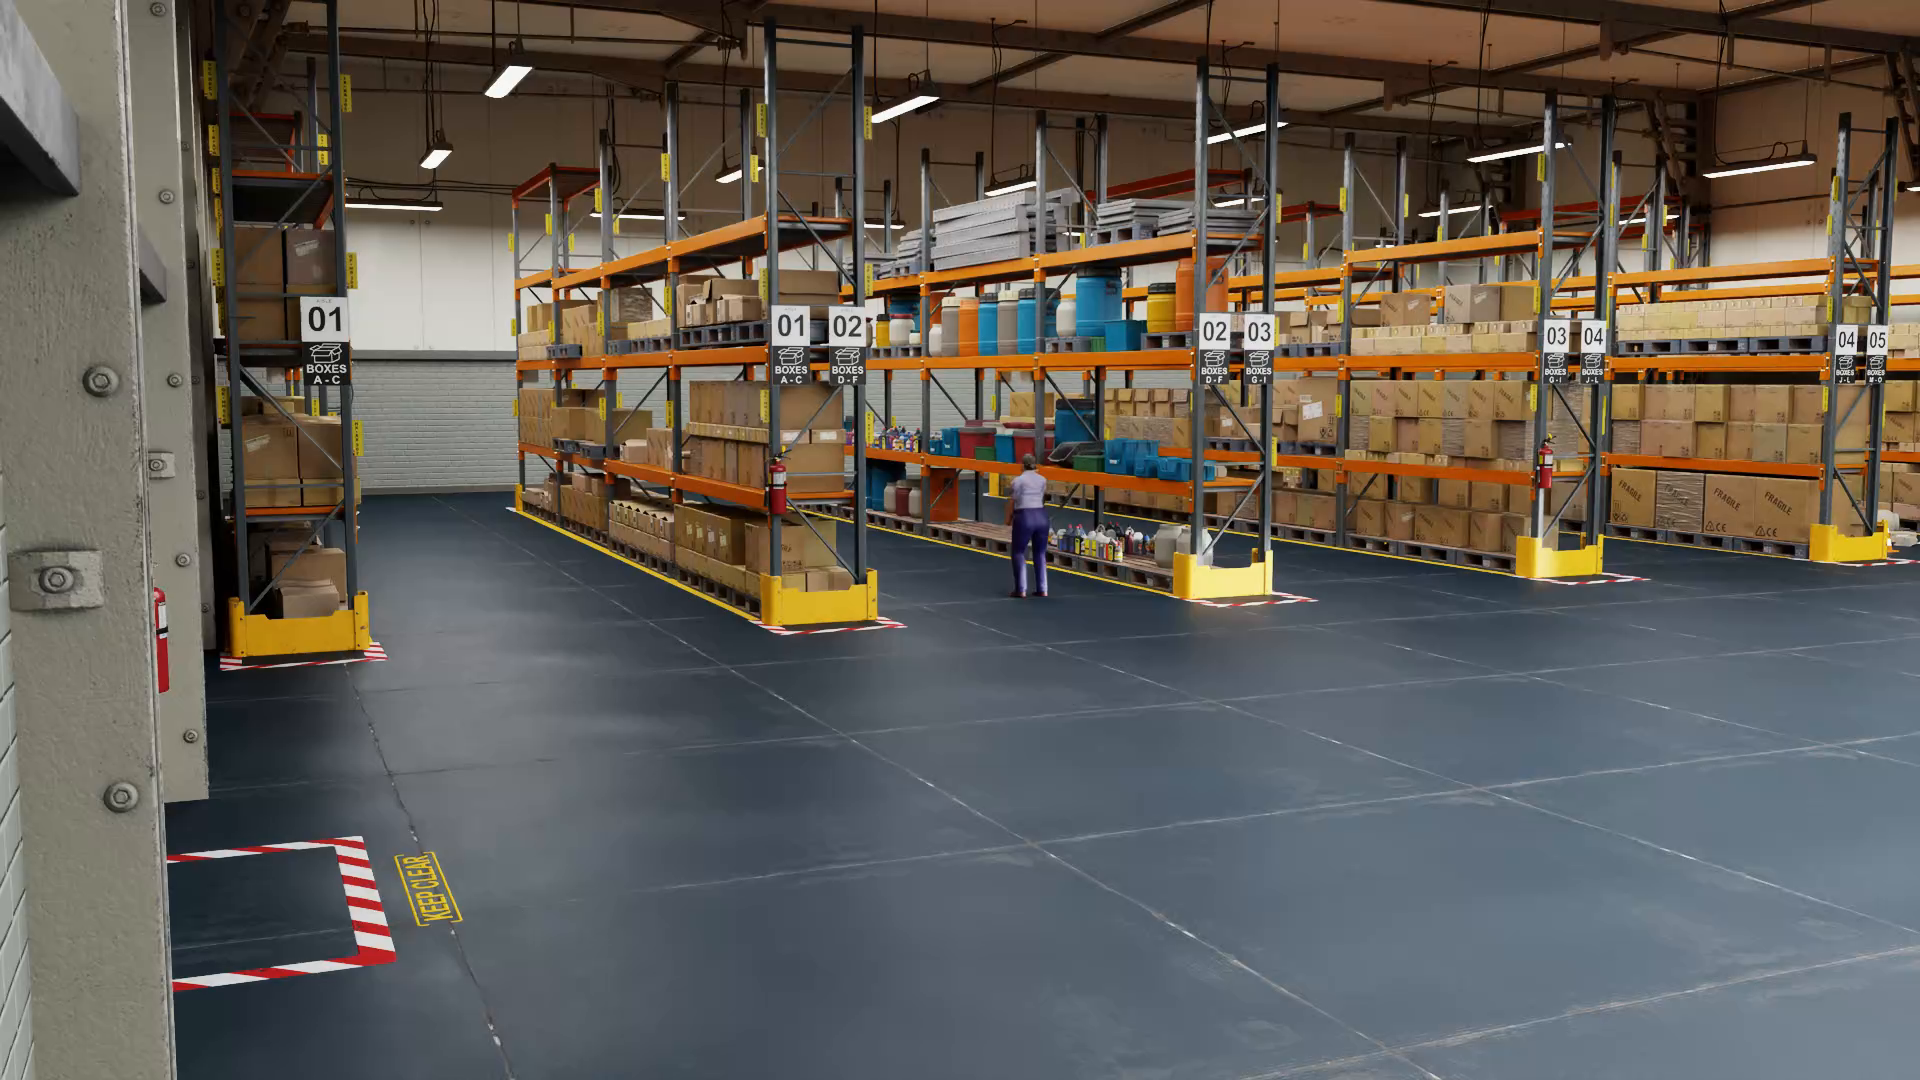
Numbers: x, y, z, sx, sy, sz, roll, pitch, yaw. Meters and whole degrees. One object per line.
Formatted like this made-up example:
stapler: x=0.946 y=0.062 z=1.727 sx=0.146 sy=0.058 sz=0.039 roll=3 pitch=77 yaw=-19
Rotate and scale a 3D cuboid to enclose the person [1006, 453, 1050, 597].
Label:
person: x=0.753 y=-0.171 z=18.917 sx=0.435 sy=1.646 sz=0.534 roll=-3 pitch=6 yaw=-25
